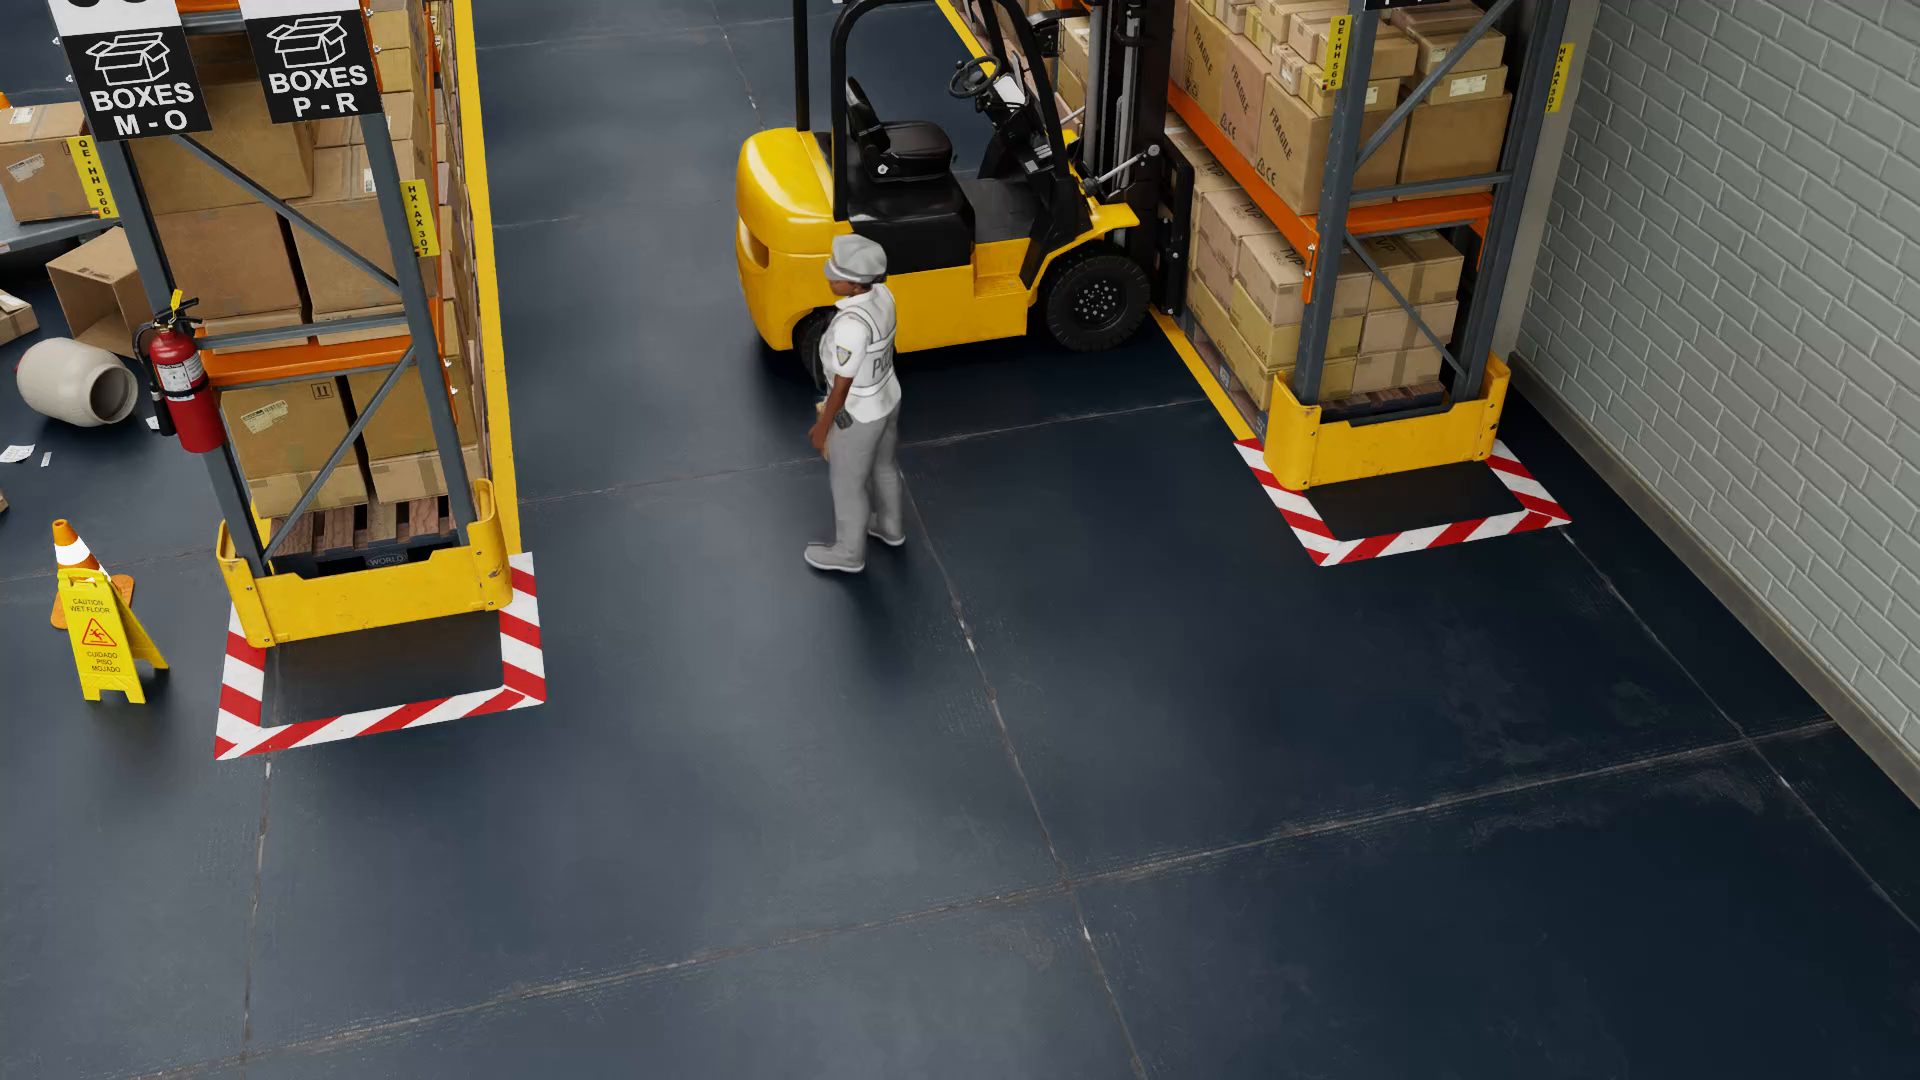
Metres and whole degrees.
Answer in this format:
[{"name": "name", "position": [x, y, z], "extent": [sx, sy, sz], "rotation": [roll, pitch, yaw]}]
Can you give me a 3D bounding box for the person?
[{"name": "person", "position": [-0.479, -0.566, 7.378], "extent": [0.399, 1.682, 0.549], "rotation": [2, 38, 3]}]
